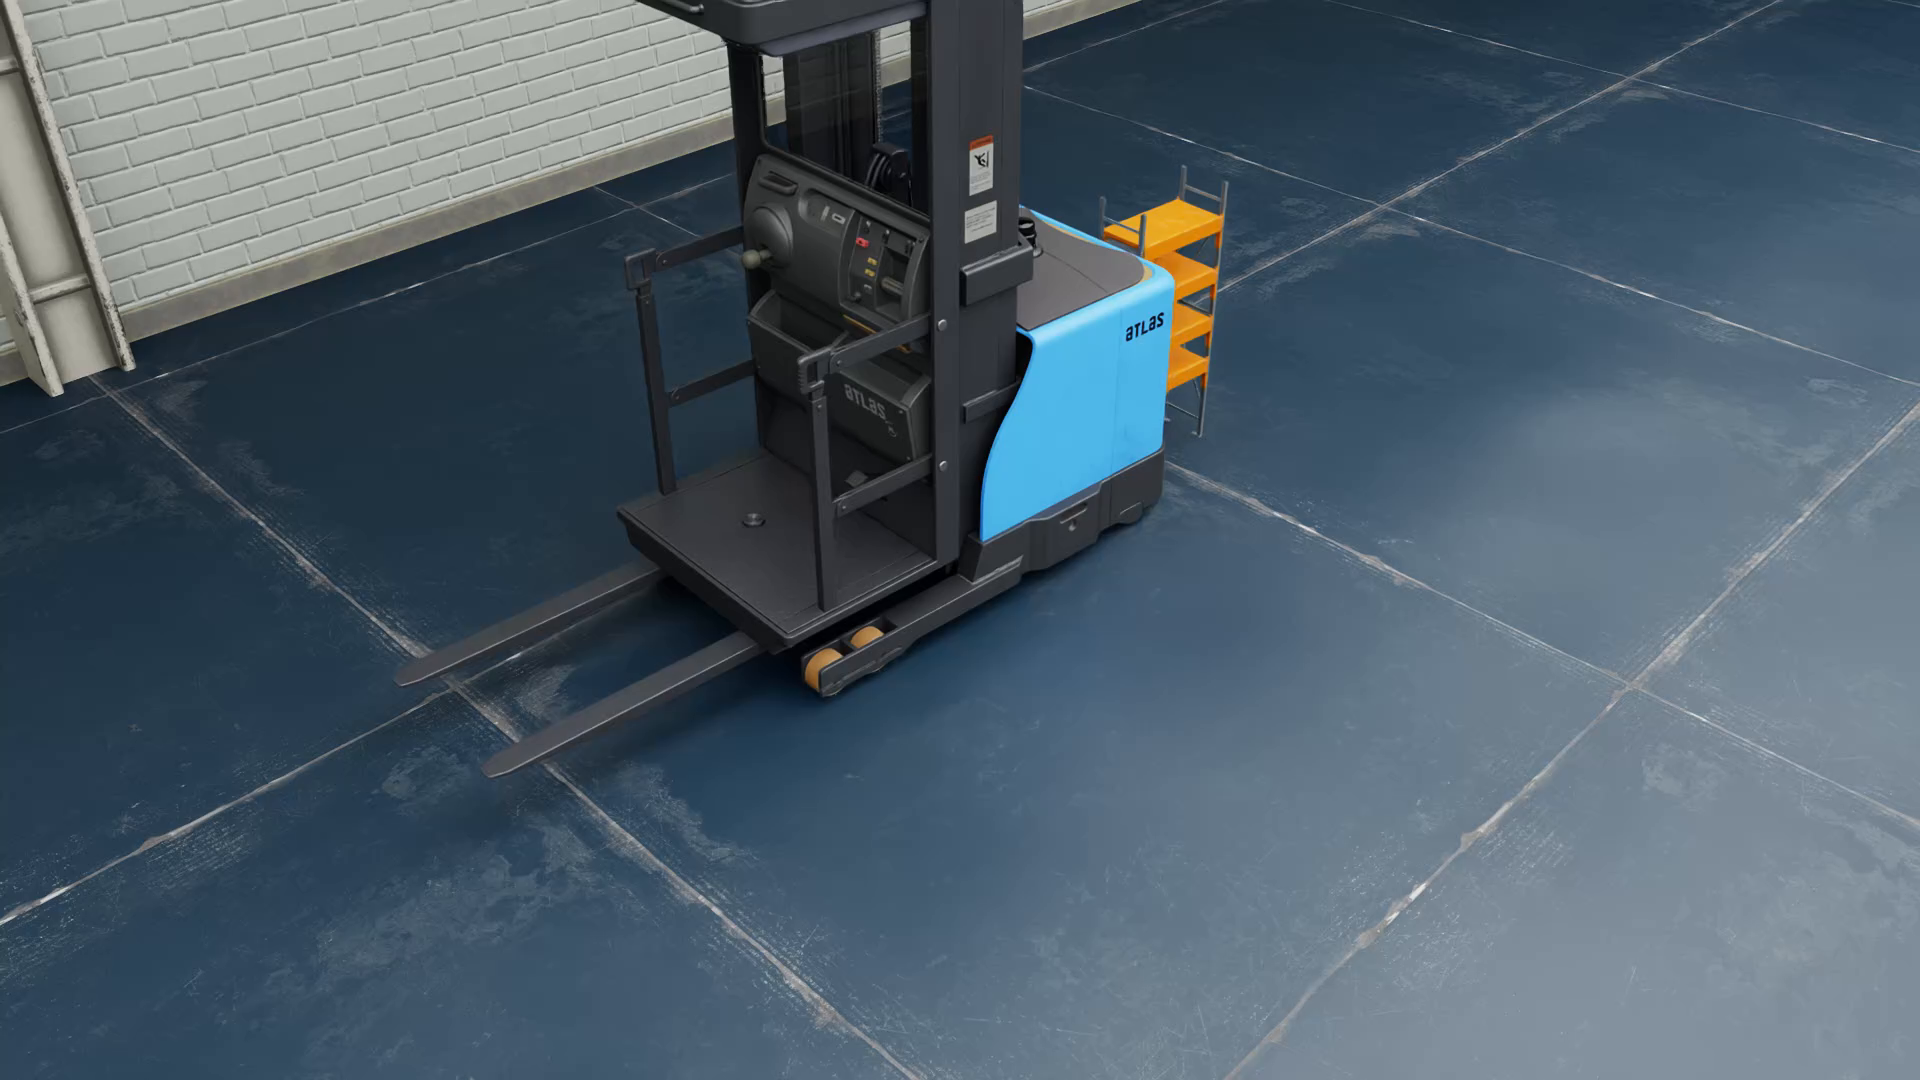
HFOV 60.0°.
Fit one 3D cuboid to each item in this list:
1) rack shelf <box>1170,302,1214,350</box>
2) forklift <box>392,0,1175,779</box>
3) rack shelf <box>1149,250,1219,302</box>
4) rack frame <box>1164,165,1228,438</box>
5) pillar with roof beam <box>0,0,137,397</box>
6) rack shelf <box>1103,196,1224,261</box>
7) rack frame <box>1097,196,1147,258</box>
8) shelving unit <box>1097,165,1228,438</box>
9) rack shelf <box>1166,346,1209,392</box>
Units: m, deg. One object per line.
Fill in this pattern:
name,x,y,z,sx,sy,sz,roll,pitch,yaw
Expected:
rack shelf,0.816,-0.854,7.039,0.480,0.148,0.258,-27,43,-34
forklift,-0.594,-0.984,5.598,3.031,2.935,1.130,-27,43,-33
rack shelf,0.817,-1.038,6.912,0.480,0.148,0.258,-27,43,-34
rack frame,0.996,-1.002,7.138,0.015,1.200,0.240,-27,43,-34
pillar with roof beam,-1.118,-2.760,2.841,9.100,9.000,0.400,30,45,35
rack shelf,0.819,-1.233,6.778,0.480,0.148,0.258,-27,43,-34
rack frame,0.636,-0.817,6.865,0.015,1.200,0.240,-27,43,-34
shelving unit,0.816,-0.909,7.001,0.503,1.200,0.258,-27,43,-34
rack shelf,0.814,-0.690,7.152,0.480,0.148,0.258,-27,43,-34
